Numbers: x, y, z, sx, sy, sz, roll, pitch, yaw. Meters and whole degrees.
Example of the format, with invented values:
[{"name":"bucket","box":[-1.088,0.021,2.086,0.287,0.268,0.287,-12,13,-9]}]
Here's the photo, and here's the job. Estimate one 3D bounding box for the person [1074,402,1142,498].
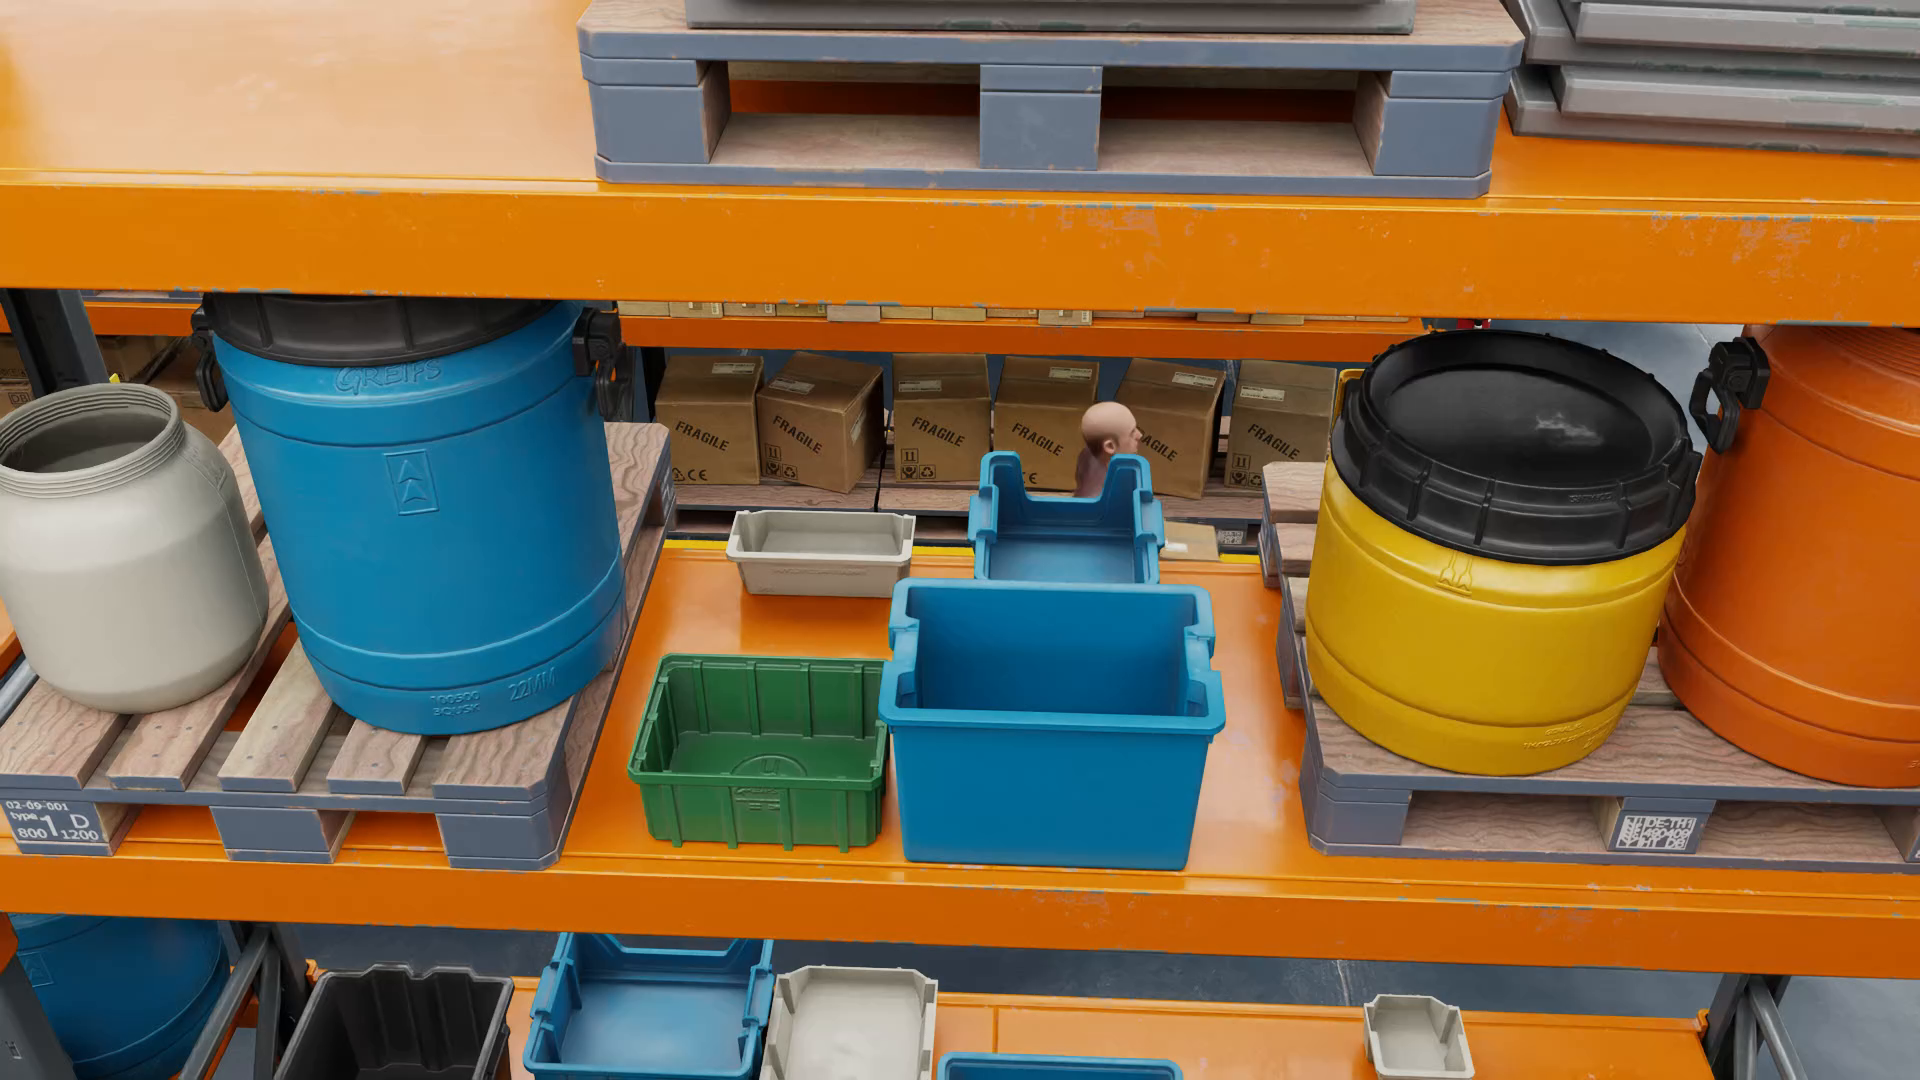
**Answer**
[{"name":"person","box":[0.714,0.223,6.811,0.541,1.779,0.542,1,35,2]}]
